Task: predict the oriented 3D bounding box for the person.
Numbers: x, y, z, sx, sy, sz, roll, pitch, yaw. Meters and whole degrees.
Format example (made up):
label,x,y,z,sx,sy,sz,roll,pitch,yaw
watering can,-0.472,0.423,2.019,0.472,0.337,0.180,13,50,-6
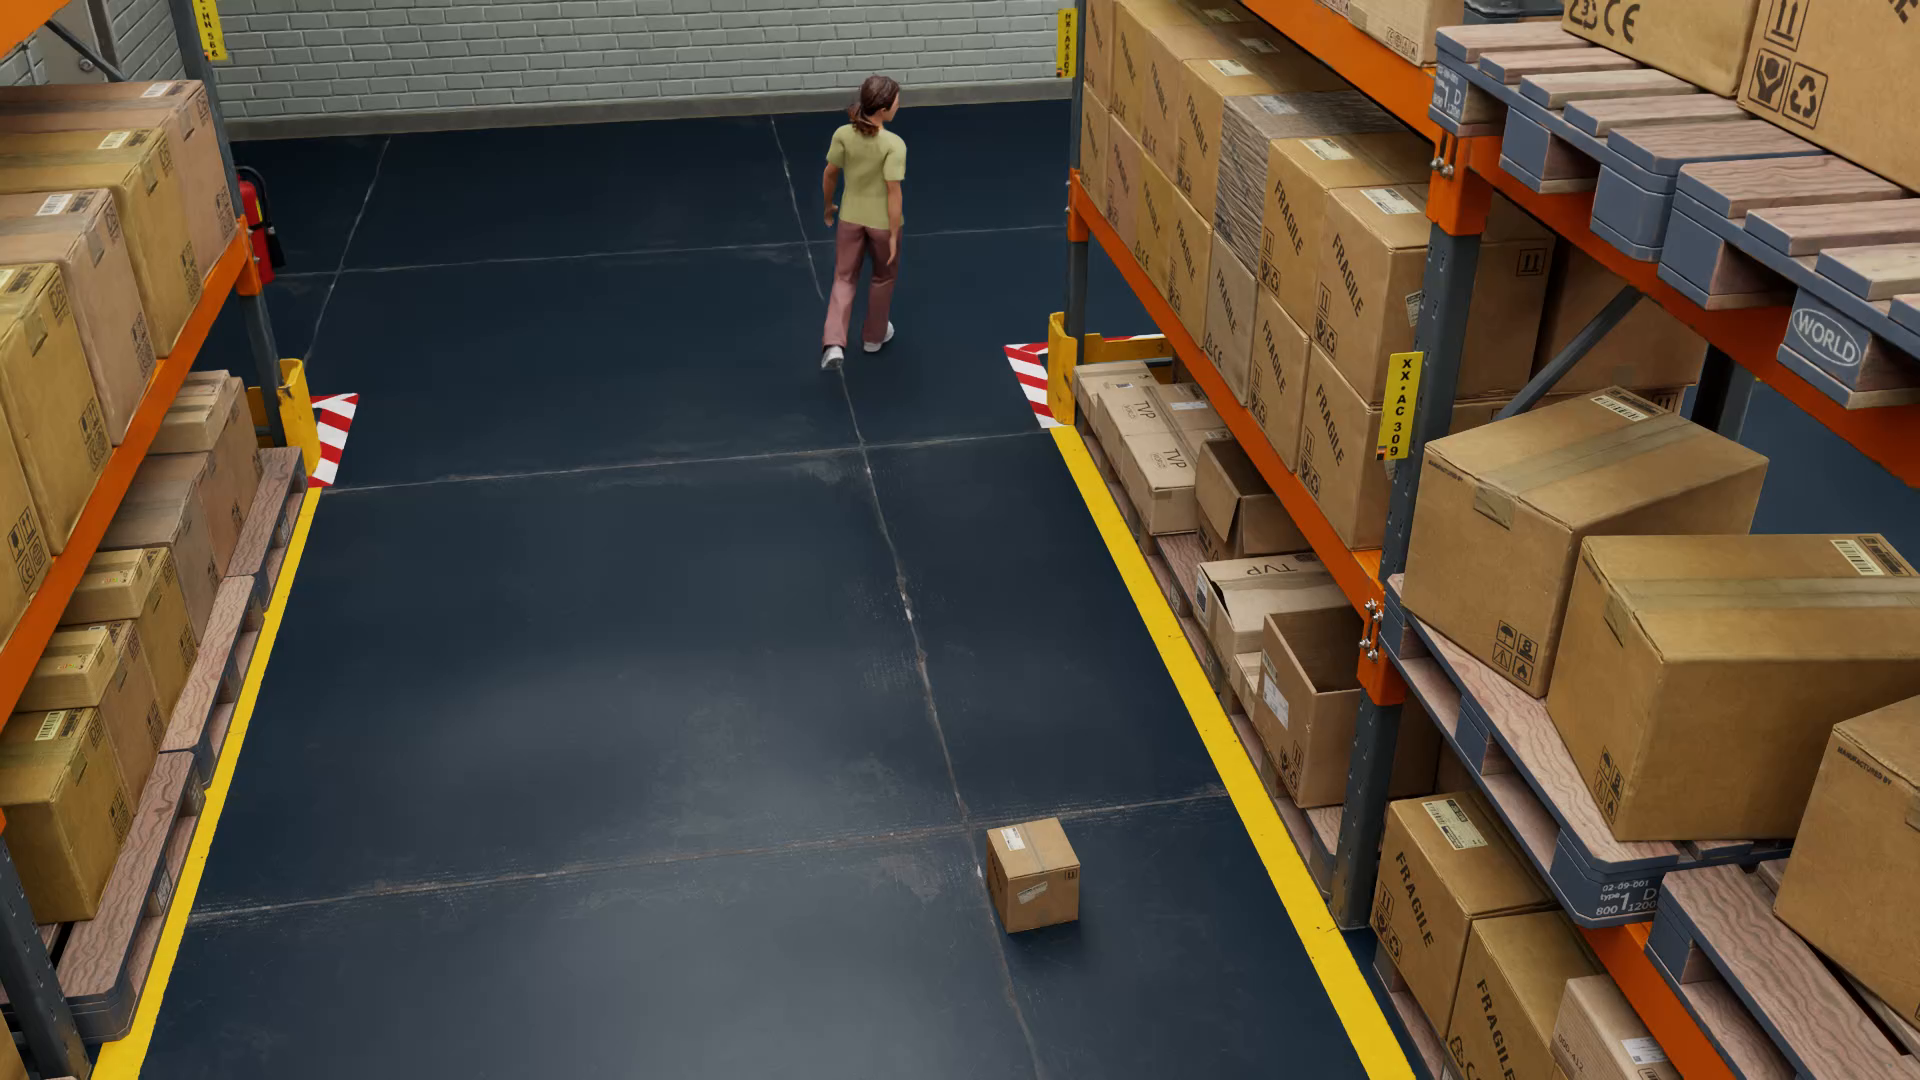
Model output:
label,x,y,z,sx,sy,sz,roll,pitch,yaw
person,-0.527,-1.700,8.989,0.528,1.633,0.893,8,32,13
